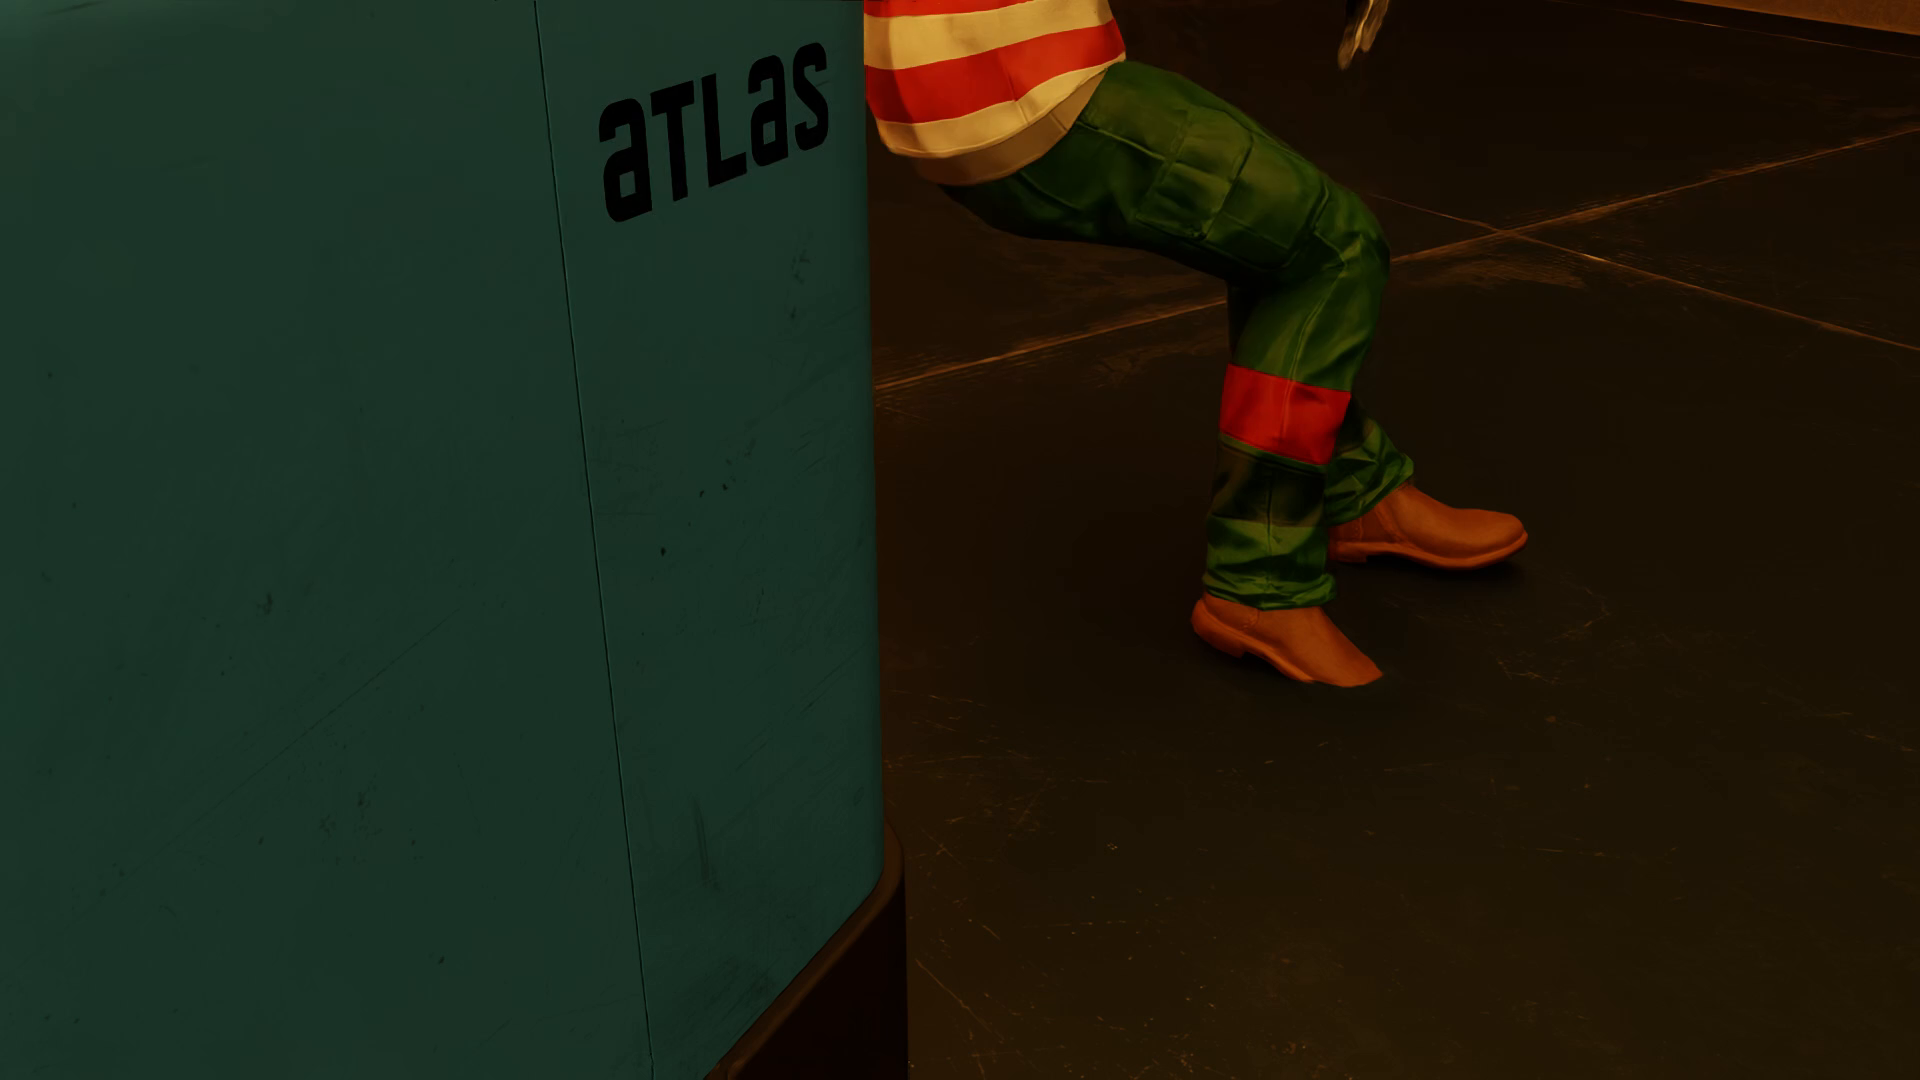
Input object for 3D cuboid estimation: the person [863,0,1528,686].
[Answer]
[{"bbox_3d":[0.337,-0.621,2.129,0.919,1.558,0.813,-7,28,-14],"label":"person"}]
